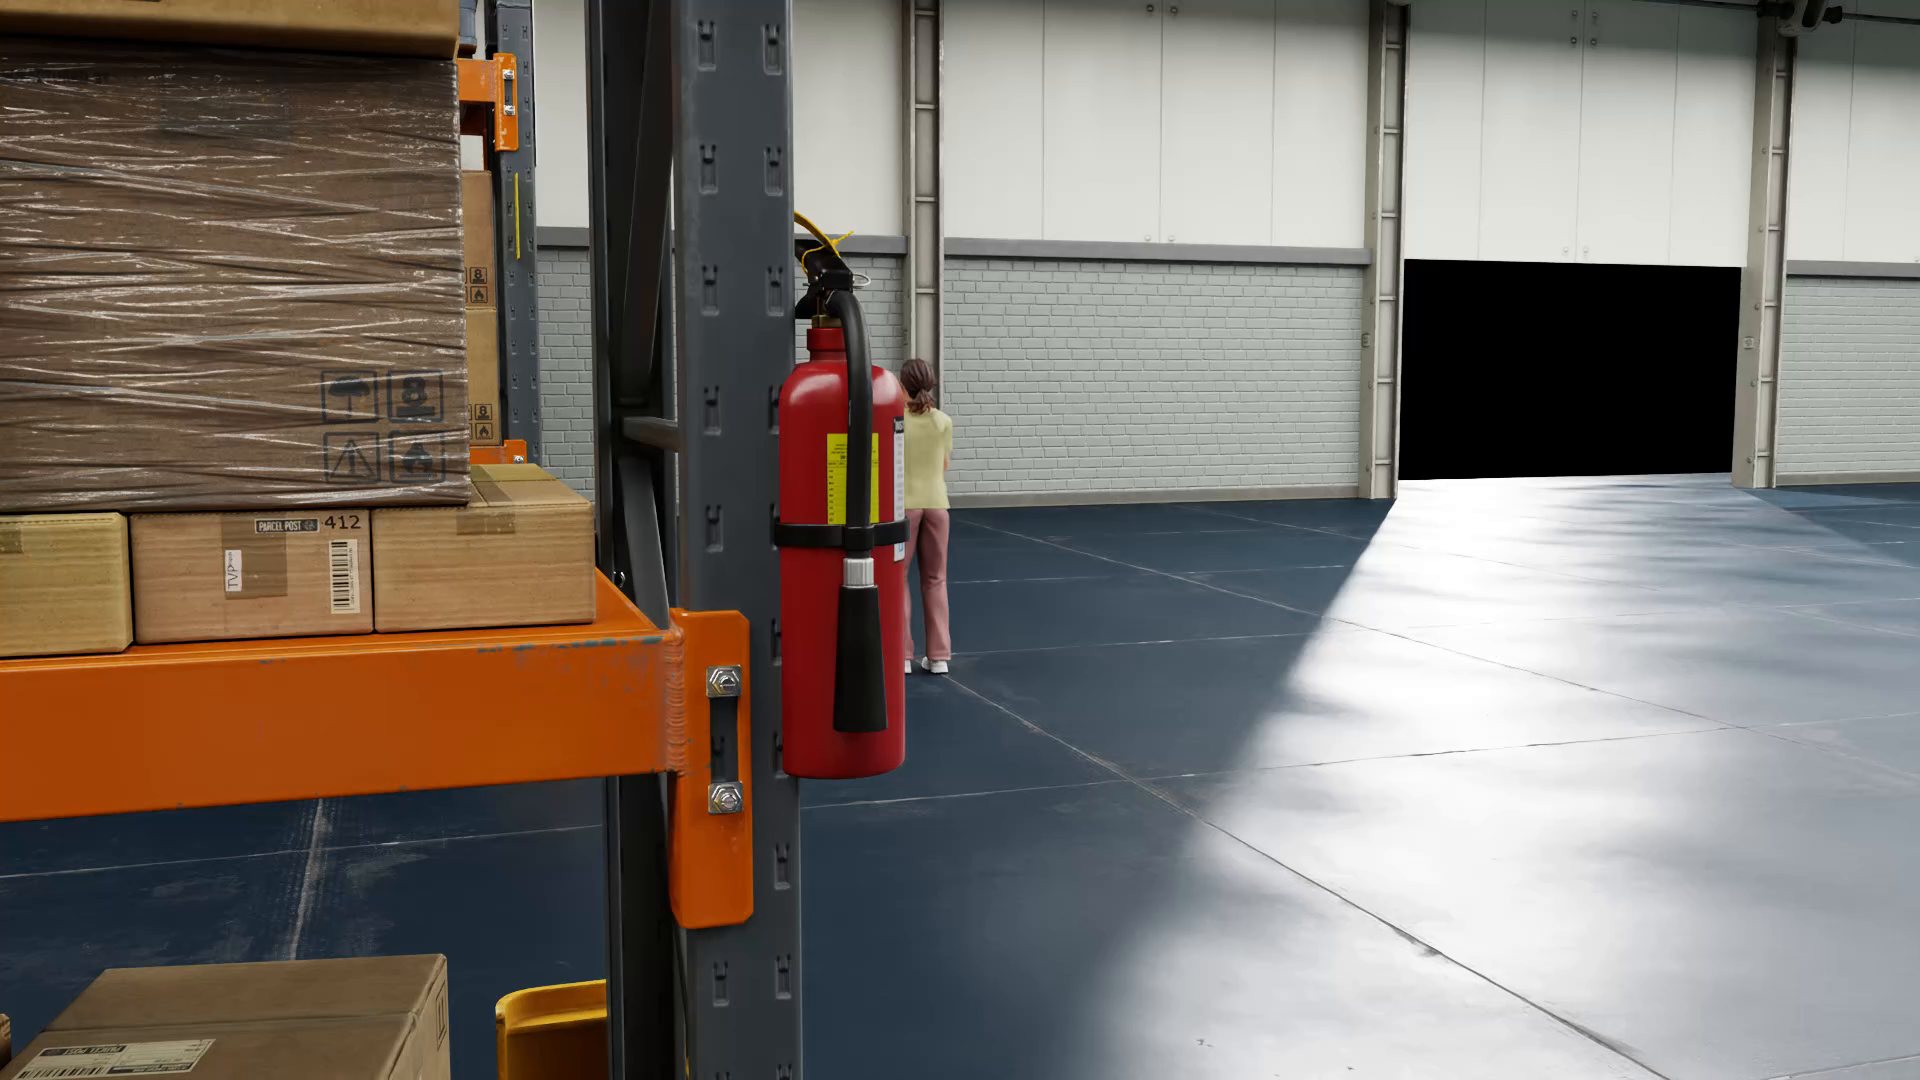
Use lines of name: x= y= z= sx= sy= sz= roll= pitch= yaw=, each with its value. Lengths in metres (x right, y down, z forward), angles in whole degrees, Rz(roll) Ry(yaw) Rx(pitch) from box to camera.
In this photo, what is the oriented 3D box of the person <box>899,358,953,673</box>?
person: x=-0.257 y=-0.127 z=8.835 sx=0.426 sy=1.667 sz=0.544 roll=-2 pitch=6 yaw=-18
